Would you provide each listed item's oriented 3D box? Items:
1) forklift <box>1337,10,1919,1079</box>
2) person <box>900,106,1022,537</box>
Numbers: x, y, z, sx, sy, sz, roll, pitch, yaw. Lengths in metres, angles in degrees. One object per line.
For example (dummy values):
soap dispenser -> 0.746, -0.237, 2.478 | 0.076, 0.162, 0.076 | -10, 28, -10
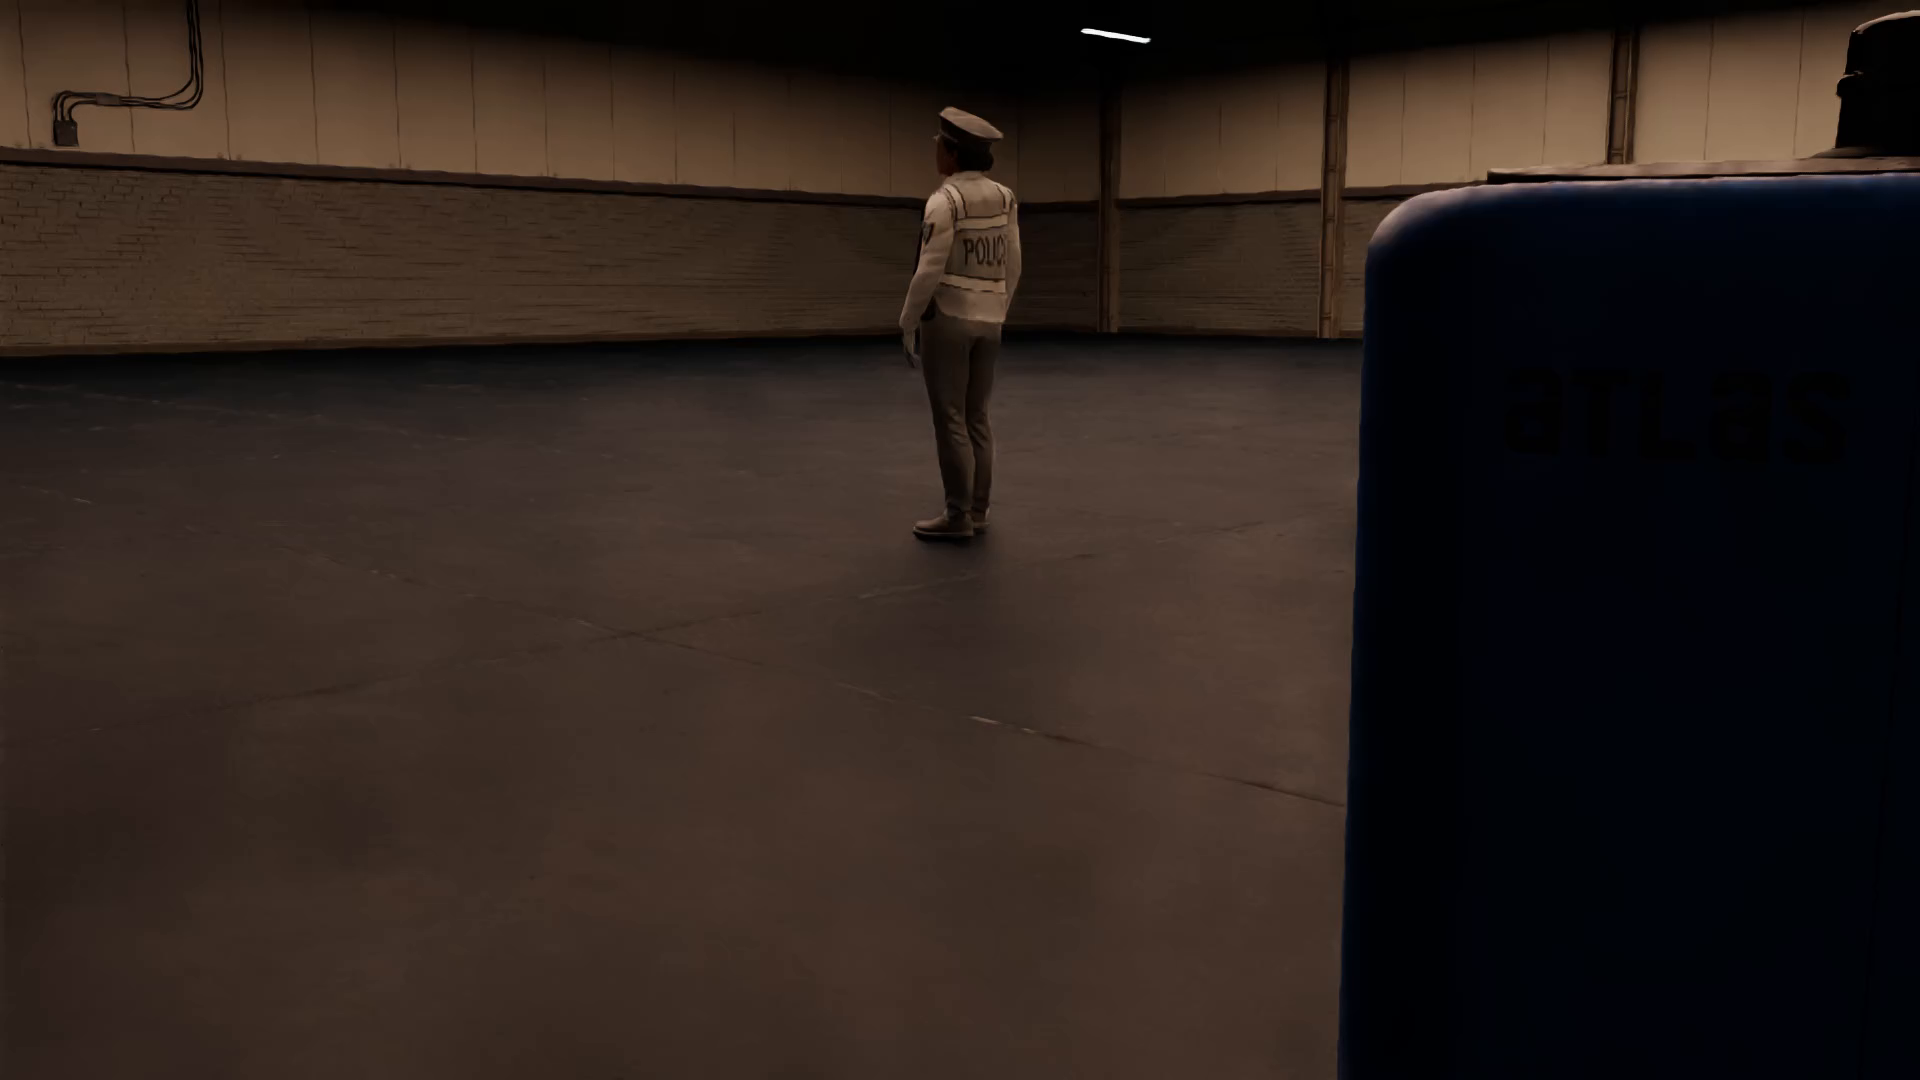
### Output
forklift -> 1.849, -0.615, 0.957 | 3.031, 2.935, 1.130 | 4, 9, 24
person -> -0.044, -0.853, 6.642 | 0.533, 1.695, 0.586 | 8, 12, 43
